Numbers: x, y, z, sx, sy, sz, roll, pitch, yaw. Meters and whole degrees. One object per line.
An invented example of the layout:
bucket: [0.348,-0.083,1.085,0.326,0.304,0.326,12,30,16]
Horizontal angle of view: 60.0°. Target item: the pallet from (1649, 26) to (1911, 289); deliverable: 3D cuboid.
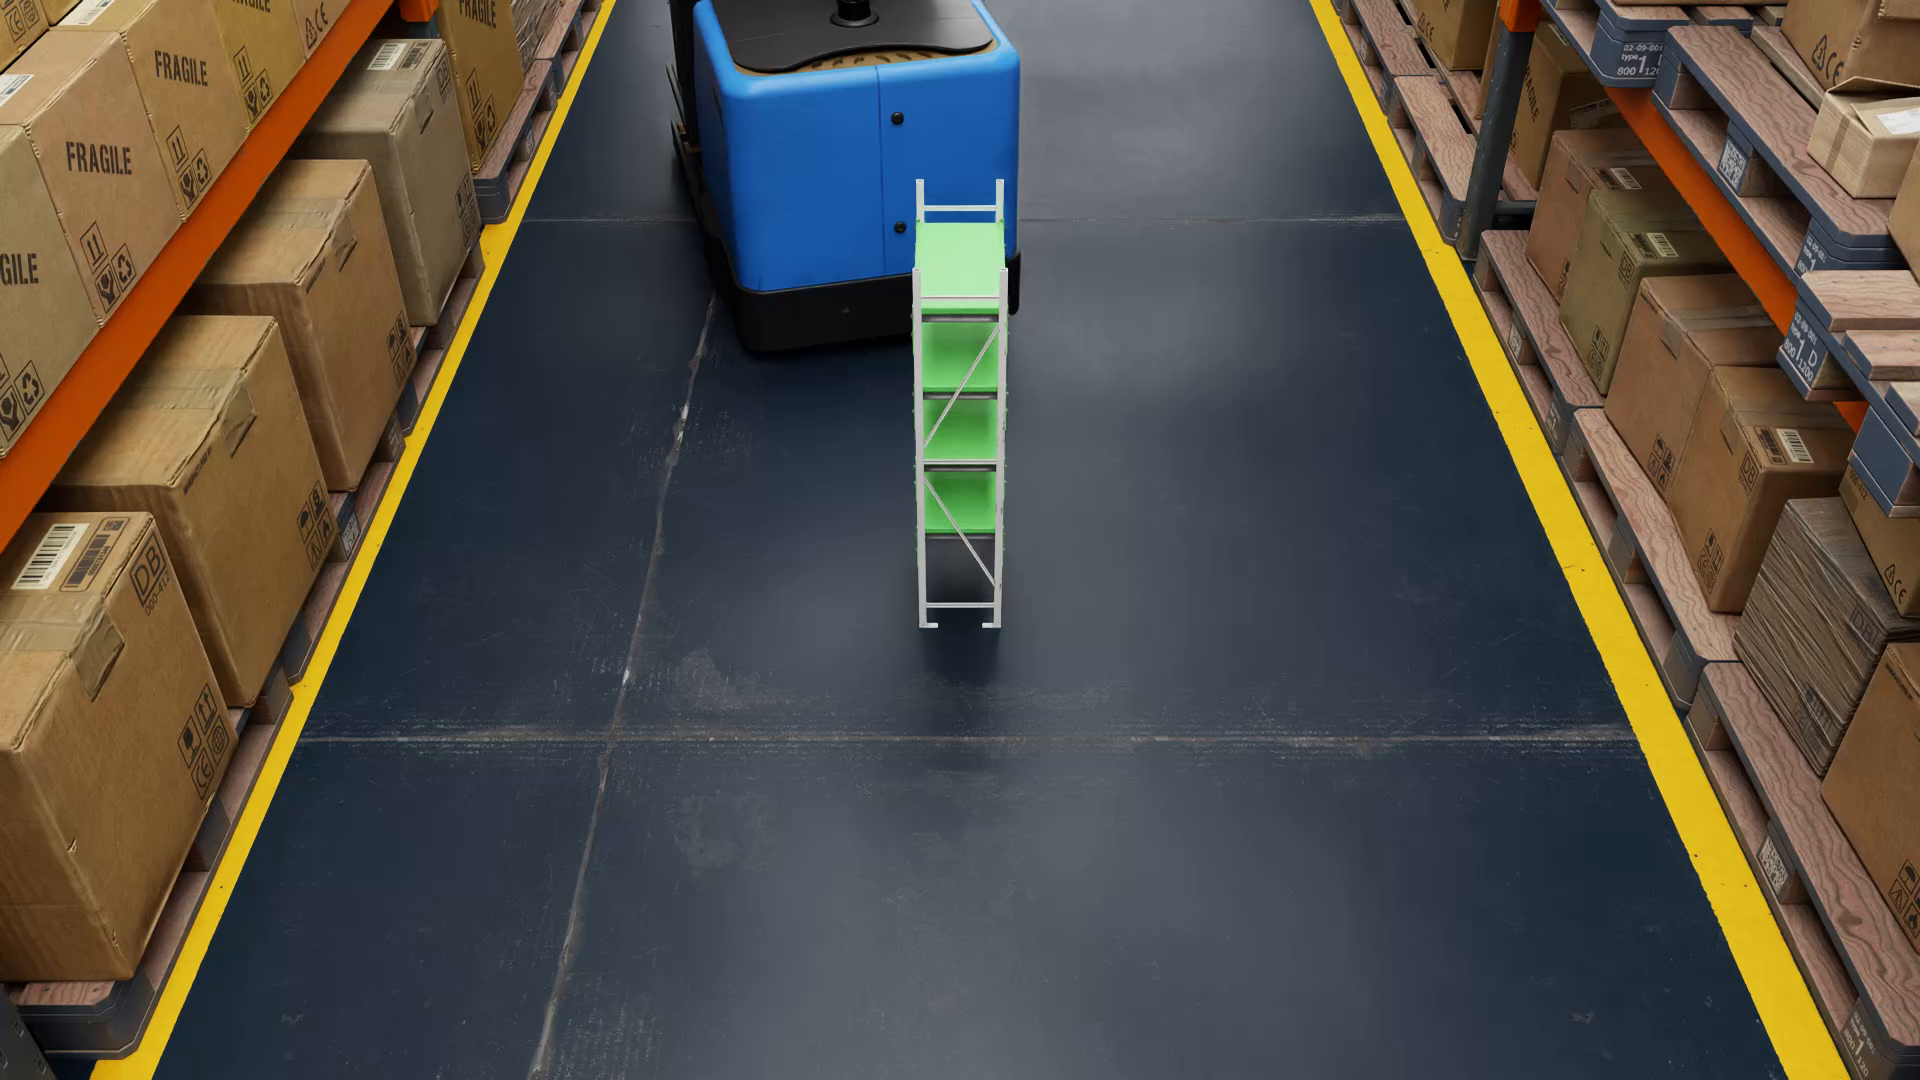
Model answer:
pallet: [2.463,-0.976,4.222,1.003,0.211,1.213,0,39,0]

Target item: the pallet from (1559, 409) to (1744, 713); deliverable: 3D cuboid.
pallet: [2.508,0.026,5.049,1.003,0.211,1.213,0,39,0]

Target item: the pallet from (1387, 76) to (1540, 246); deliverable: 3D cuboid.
pallet: [2.465,-1.646,7.135,1.003,0.211,1.213,0,39,0]

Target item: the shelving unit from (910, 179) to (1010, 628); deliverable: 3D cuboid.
shelving unit: [0.000,-0.365,4.746,0.258,1.200,0.503,0,39,0]

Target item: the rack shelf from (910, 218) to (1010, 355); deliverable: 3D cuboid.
rack shelf: [0.000,-0.689,4.485,0.258,0.148,0.480,0,39,0]

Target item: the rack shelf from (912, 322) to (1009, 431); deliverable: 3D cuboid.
rack shelf: [0.000,-0.502,4.635,0.258,0.148,0.480,0,39,0]

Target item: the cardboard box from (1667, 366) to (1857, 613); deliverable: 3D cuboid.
cardboard box: [2.464,-0.129,4.660,0.700,0.500,0.500,3,39,4]

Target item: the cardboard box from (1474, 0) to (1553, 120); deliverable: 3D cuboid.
cardboard box: [2.533,-2.111,7.149,0.500,0.500,0.500,12,40,14]

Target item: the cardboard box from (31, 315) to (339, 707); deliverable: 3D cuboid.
cardboard box: [-2.369,-0.086,4.422,1.050,0.750,0.750,1,39,1]

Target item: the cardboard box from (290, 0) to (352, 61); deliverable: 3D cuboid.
cardboard box: [-2.190,-1.771,4.981,0.500,0.500,0.500,0,39,-1]

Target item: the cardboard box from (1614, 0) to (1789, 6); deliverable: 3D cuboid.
cardboard box: [2.362,-2.215,4.800,1.000,1.000,1.000,0,39,0]

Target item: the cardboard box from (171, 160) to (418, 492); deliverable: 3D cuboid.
cardboard box: [-2.371,-0.668,5.149,1.050,0.750,0.750,0,39,0]

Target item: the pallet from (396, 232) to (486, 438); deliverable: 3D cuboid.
pallet: [-2.383,-0.803,6.083,1.003,0.211,1.213,0,39,0]

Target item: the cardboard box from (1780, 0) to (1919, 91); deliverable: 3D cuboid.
cardboard box: [2.596,-1.434,4.223,0.797,0.503,0.637,4,39,5]

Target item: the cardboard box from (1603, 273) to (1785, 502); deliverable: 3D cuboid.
cardboard box: [2.463,-0.478,5.095,0.700,0.500,0.500,-3,39,-4]

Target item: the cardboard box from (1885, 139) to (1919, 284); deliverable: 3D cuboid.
cardboard box: [2.365,-0.702,3.312,0.700,0.500,0.500,5,39,7]

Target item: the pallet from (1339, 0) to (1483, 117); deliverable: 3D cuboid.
pallet: [2.461,-2.411,8.090,1.003,0.211,1.213,0,39,0]

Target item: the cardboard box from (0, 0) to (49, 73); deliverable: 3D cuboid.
cardboard box: [-2.449,-1.219,3.493,0.700,0.500,0.500,-1,39,-1]

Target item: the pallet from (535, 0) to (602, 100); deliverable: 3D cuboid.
pallet: [-2.386,-2.526,8.233,1.003,0.211,1.213,0,39,0]

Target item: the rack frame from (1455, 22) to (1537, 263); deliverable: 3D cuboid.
rack frame: [2.501,-2.314,5.739,1.000,3.000,0.127,0,39,0]

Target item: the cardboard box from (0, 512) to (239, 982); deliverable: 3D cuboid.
cardboard box: [-2.365,0.461,3.740,1.050,0.750,0.750,-1,39,-1]

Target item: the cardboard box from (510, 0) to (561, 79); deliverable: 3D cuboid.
cardboard box: [-2.394,-2.666,7.541,0.875,0.875,0.875,0,39,0]

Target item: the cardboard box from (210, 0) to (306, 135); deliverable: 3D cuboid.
cardboard box: [-2.190,-1.455,4.587,0.500,0.500,0.500,0,39,0]

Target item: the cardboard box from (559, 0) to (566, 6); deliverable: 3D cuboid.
cardboard box: [-2.393,-3.236,8.252,0.875,0.875,0.875,-1,39,-1]

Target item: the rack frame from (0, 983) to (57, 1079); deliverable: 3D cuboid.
rack frame: [-2.451,0.128,2.692,0.949,2.616,0.053,0,39,0]

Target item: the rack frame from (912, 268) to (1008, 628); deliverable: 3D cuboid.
rack frame: [0.000,-0.212,4.555,0.240,1.200,0.015,0,39,0]

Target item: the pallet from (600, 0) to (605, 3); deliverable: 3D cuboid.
pallet: [-2.384,-3.287,9.183,1.003,0.211,1.213,0,39,0]

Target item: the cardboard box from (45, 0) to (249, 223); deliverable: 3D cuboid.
cardboard box: [-2.187,-1.137,4.190,0.500,0.500,0.500,0,39,-1]

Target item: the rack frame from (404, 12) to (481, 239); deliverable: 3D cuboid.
rack frame: [-2.459,-2.374,5.813,1.000,3.000,0.127,0,39,0]

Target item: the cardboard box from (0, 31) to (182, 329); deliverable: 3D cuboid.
cardboard box: [-2.188,-0.826,3.802,0.500,0.500,0.500,0,39,0]

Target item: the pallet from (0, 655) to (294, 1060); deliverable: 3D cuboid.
pallet: [-2.380,0.723,4.179,1.003,0.211,1.213,0,39,0]

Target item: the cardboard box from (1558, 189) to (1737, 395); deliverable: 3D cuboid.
cardboard box: [2.462,-0.828,5.532,0.700,0.500,0.500,0,39,0]

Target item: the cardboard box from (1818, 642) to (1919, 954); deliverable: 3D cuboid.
cardboard box: [2.485,0.572,3.785,0.700,0.500,0.500,-2,39,-2]

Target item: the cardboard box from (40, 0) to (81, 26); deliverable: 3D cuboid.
cardboard box: [-2.450,-1.539,3.892,0.700,0.500,0.500,0,39,0]

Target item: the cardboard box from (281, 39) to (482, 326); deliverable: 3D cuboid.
cardboard box: [-2.368,-1.272,5.901,1.050,0.750,0.750,0,39,0]

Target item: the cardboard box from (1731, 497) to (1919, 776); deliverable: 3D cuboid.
cardboard box: [2.472,0.225,4.217,0.700,0.500,0.500,-3,39,-4]

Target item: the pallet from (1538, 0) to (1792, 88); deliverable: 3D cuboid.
pallet: [2.357,-1.761,5.202,1.003,0.211,1.213,0,39,0]

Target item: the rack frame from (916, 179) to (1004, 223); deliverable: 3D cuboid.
rack frame: [0.000,-0.517,4.936,0.240,1.200,0.015,0,39,0]

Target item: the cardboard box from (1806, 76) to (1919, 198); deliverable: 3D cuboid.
cardboard box: [2.234,-0.967,3.829,0.396,0.266,0.258,-1,39,-1]

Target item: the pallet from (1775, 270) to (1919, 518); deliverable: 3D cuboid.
pallet: [2.399,-0.183,3.234,1.213,0.211,1.003,0,39,0]

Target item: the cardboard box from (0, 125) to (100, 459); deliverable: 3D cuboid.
cardboard box: [-2.188,-0.510,3.408,0.500,0.500,0.500,0,39,0]

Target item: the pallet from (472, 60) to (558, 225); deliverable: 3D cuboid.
pallet: [-2.381,-1.761,7.279,1.003,0.211,1.213,0,39,0]

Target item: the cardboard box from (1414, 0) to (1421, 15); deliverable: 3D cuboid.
cardboard box: [2.497,-2.848,8.069,0.500,0.500,0.500,3,39,4]

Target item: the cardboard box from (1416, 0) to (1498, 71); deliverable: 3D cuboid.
cardboard box: [2.453,-2.499,7.633,0.500,0.500,0.500,-3,39,-4]

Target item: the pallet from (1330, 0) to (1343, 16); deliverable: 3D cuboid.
pallet: [2.462,-3.172,9.039,1.003,0.211,1.213,0,39,0]

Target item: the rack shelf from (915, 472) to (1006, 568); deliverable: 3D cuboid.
rack shelf: [0.000,-0.128,4.936,0.258,0.148,0.480,0,39,0]

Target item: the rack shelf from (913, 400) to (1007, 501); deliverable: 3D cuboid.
rack shelf: [0.000,-0.315,4.786,0.258,0.148,0.480,0,39,0]

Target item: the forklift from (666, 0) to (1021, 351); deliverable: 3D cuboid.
forklift: [-0.644,-2.750,6.337,1.130,2.935,3.031,-9,40,-11]

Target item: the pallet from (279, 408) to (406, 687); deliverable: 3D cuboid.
pallet: [-2.378,-0.038,5.129,1.003,0.211,1.213,0,39,0]

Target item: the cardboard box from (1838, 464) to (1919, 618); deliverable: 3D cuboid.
cardboard box: [2.464,-0.052,3.964,0.500,0.250,0.500,4,39,5]

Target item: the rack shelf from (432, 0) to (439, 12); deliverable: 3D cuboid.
rack shelf: [-2.461,-3.344,7.599,1.077,0.370,4.000,0,39,0]

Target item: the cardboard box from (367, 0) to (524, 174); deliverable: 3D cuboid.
cardboard box: [-2.390,-2.102,6.837,0.875,0.875,0.875,1,39,1]

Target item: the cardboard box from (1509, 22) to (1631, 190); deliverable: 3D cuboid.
cardboard box: [2.541,-1.753,6.702,0.500,0.500,0.500,-1,39,-1]

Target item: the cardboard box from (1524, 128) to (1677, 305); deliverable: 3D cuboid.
cardboard box: [2.481,-1.126,5.904,0.700,0.500,0.500,-3,39,-4]

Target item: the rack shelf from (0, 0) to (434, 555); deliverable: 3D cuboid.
rack shelf: [-2.456,-0.842,4.478,1.077,0.370,4.000,0,39,0]

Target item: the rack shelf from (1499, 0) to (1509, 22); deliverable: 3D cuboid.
rack shelf: [2.499,-3.284,7.525,1.077,0.370,4.000,0,39,0]

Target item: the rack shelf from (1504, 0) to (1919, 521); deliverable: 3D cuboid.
rack shelf: [2.504,-0.783,4.403,1.077,0.370,4.000,0,39,0]

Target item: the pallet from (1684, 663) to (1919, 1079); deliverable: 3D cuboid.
pallet: [2.506,0.787,4.099,1.003,0.211,1.213,0,39,0]

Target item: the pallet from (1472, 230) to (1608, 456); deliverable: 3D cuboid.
pallet: [2.504,-0.739,6.004,1.003,0.211,1.213,0,39,0]
